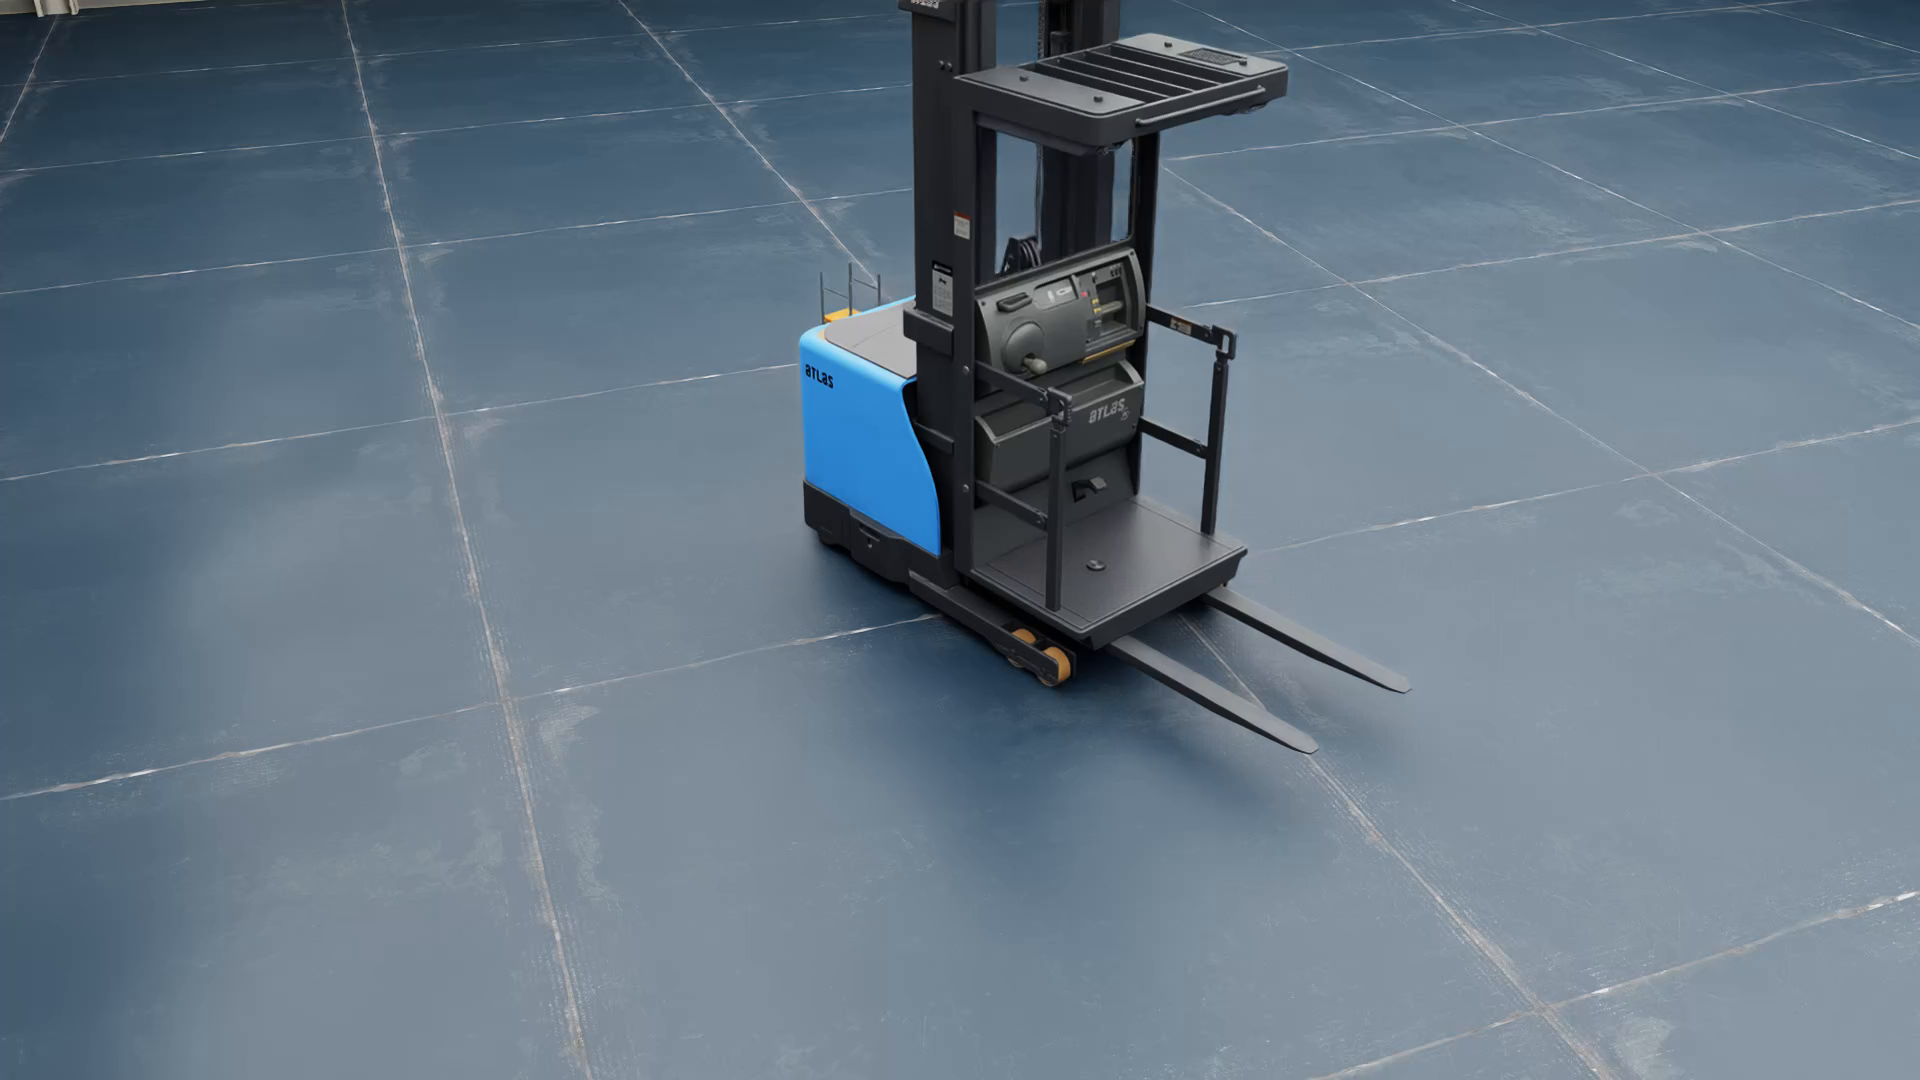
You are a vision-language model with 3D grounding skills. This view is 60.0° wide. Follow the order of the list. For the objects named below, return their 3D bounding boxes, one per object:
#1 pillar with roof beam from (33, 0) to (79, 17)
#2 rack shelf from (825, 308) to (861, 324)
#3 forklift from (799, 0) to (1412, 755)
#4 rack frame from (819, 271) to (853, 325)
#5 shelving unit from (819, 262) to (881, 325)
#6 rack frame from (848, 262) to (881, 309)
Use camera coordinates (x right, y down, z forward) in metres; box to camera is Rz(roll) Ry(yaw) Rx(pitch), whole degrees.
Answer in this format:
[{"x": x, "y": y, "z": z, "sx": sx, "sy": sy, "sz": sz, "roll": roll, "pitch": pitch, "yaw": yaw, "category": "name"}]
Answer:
[{"x": -8.586, "y": -7.815, "z": 12.876, "sx": 0.400, "sy": 9.000, "sz": 9.100, "roll": -10, "pitch": 31, "yaw": -18, "category": "pillar with roof beam"}, {"x": -0.538, "y": -1.058, "z": 8.257, "sx": 0.180, "sy": 0.103, "sz": 0.258, "roll": -25, "pitch": 38, "yaw": -36, "category": "rack shelf"}, {"x": 0.583, "y": -0.930, "z": 6.922, "sx": 1.130, "sy": 2.935, "sz": 3.031, "roll": -24, "pitch": 37, "yaw": -35, "category": "forklift"}, {"x": -0.605, "y": -0.753, "z": 8.359, "sx": 0.006, "sy": 1.200, "sz": 0.240, "roll": -25, "pitch": 38, "yaw": -36, "category": "rack frame"}, {"x": -0.538, "y": -0.784, "z": 8.414, "sx": 0.189, "sy": 1.200, "sz": 0.258, "roll": -25, "pitch": 38, "yaw": -36, "category": "shelving unit"}, {"x": -0.471, "y": -0.815, "z": 8.468, "sx": 0.006, "sy": 1.200, "sz": 0.240, "roll": -25, "pitch": 38, "yaw": -36, "category": "rack frame"}]
